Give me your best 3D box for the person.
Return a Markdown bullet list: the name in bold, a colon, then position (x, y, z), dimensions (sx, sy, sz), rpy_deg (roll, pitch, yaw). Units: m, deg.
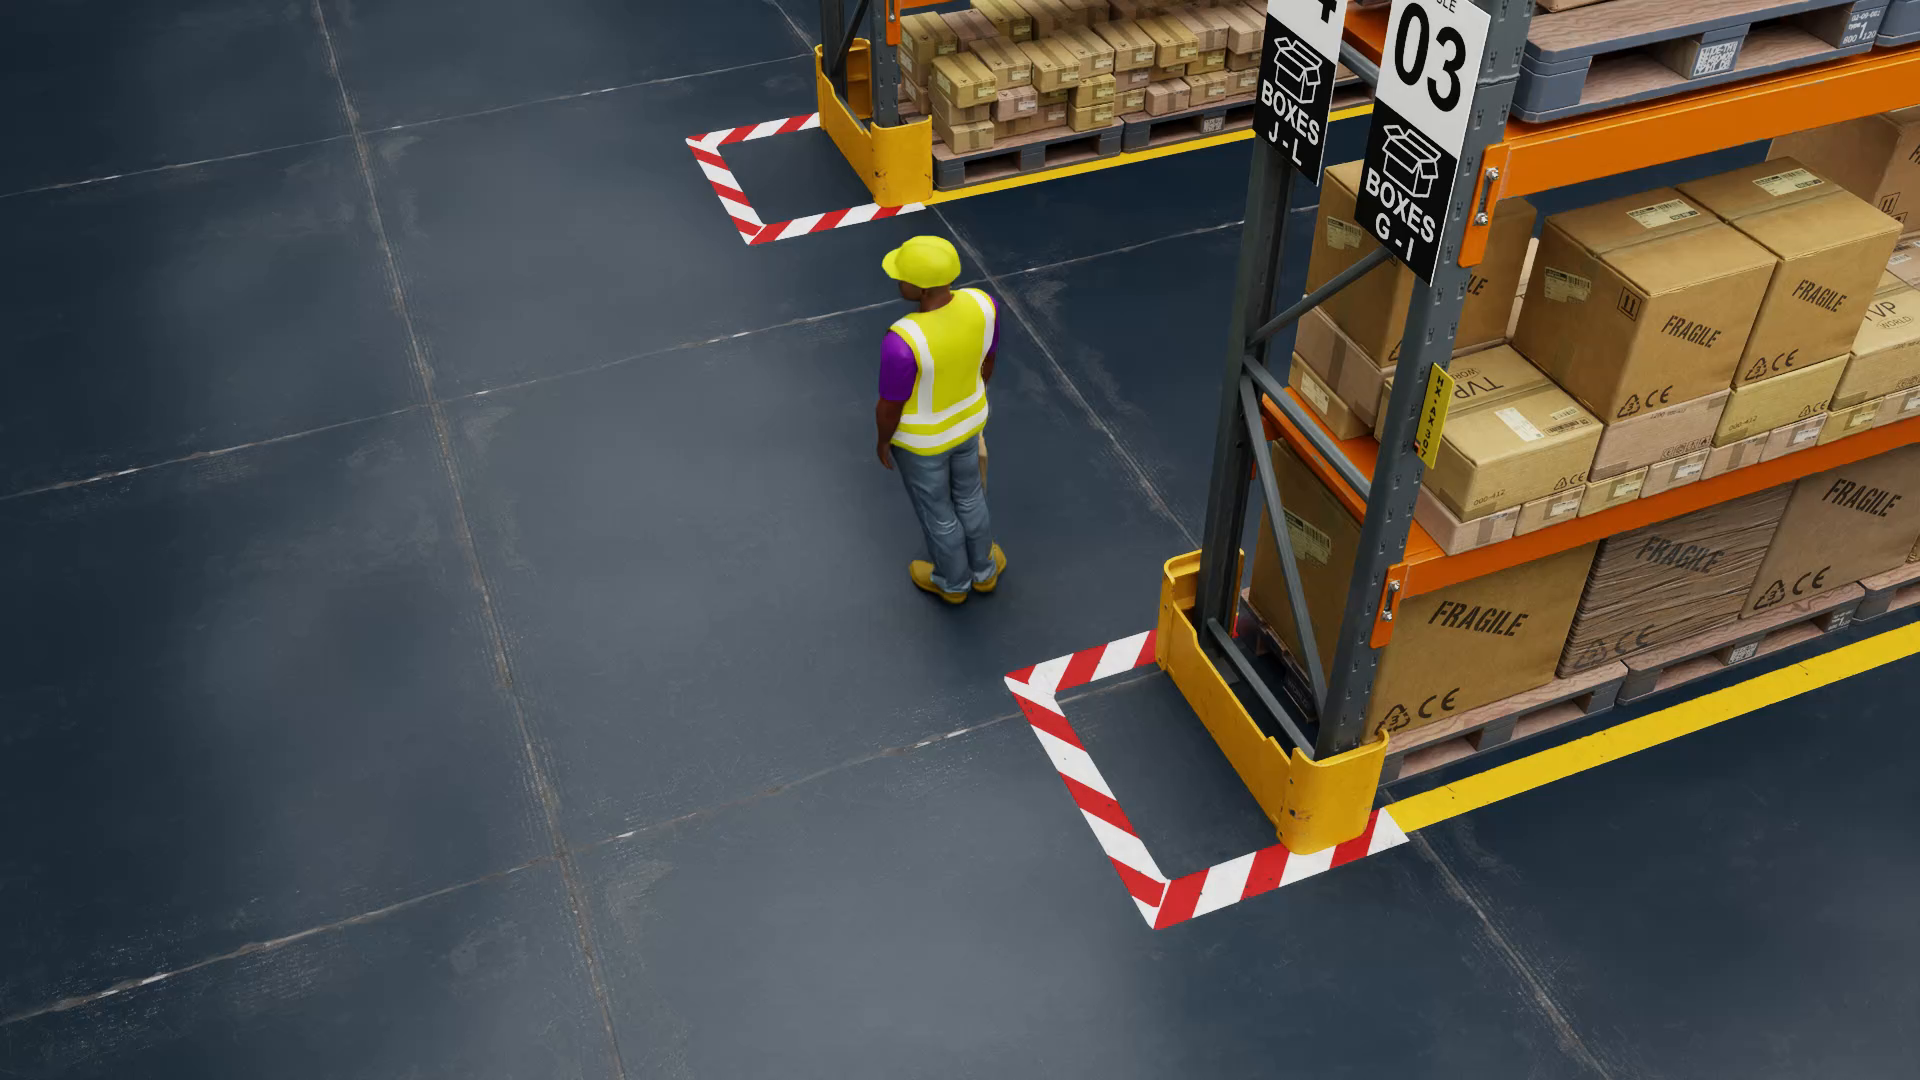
- **person**: position (-0.064, -0.462, 6.647), dimensions (0.653, 1.767, 0.346), rpy_deg (-29, 49, -29)
